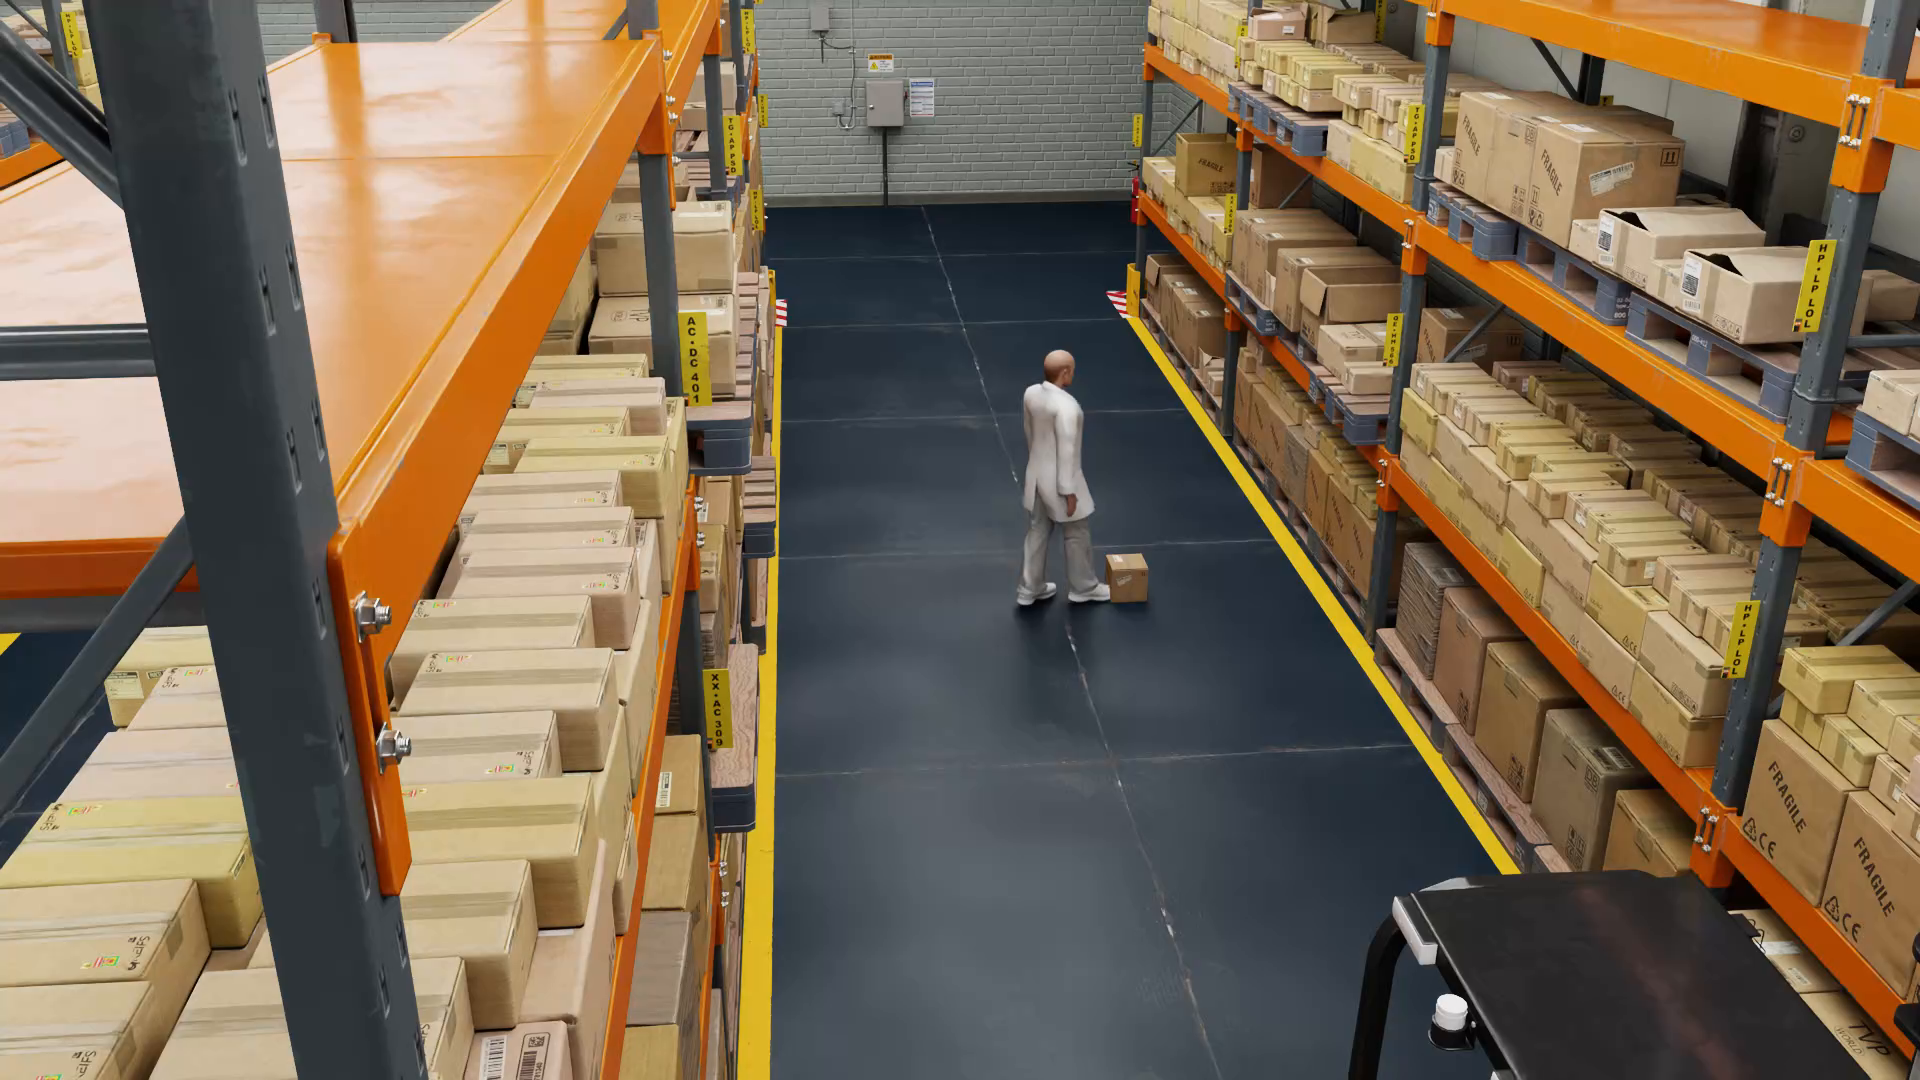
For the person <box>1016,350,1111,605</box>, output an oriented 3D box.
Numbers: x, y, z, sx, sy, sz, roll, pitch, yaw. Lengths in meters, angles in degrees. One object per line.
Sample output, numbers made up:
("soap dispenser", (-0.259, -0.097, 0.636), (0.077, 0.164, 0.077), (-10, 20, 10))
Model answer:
("person", (0.703, -0.371, 11.089), (0.702, 1.662, 0.633), (-14, 27, -30))
